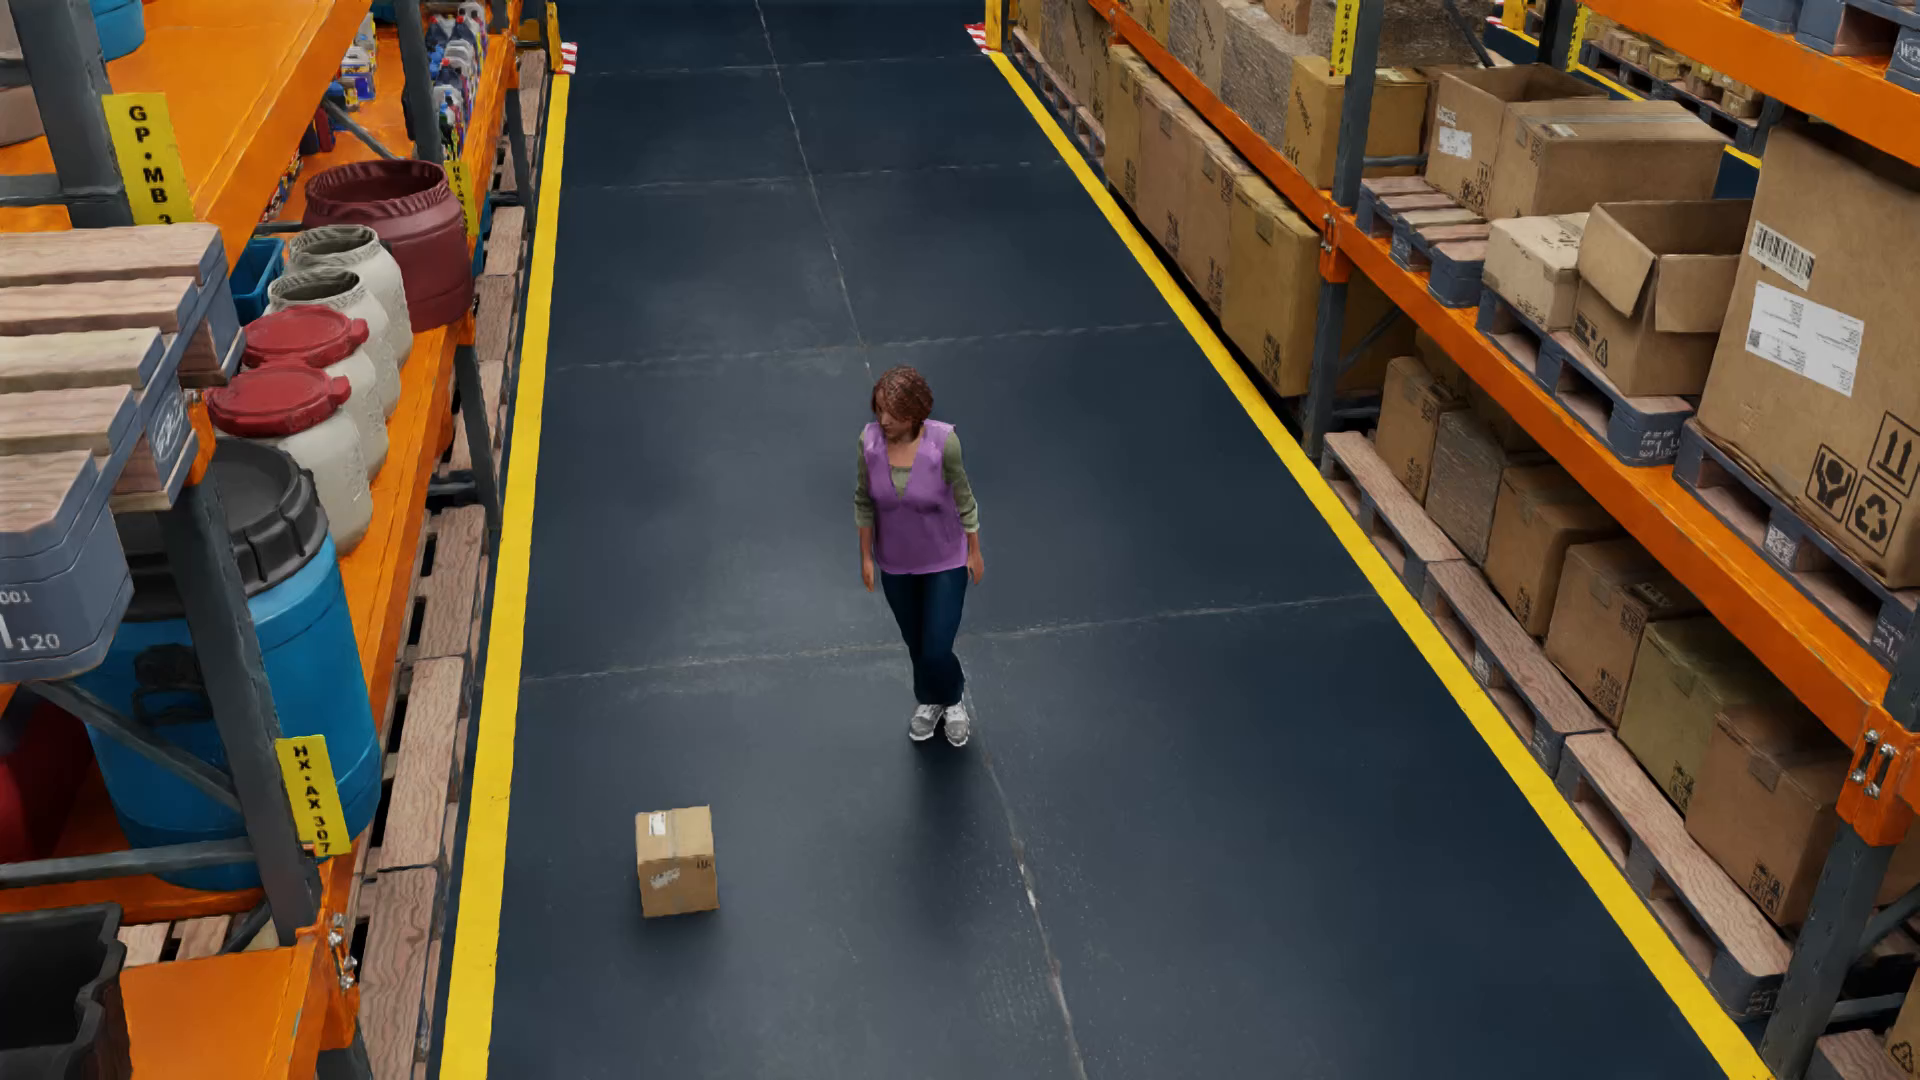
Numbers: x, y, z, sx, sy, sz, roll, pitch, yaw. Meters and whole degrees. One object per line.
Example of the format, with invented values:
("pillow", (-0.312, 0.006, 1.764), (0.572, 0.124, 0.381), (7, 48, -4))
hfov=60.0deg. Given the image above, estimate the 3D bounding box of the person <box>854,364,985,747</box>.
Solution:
("person", (-0.152, 0.088, 6.003), (0.445, 1.549, 0.461), (10, 33, 17))
